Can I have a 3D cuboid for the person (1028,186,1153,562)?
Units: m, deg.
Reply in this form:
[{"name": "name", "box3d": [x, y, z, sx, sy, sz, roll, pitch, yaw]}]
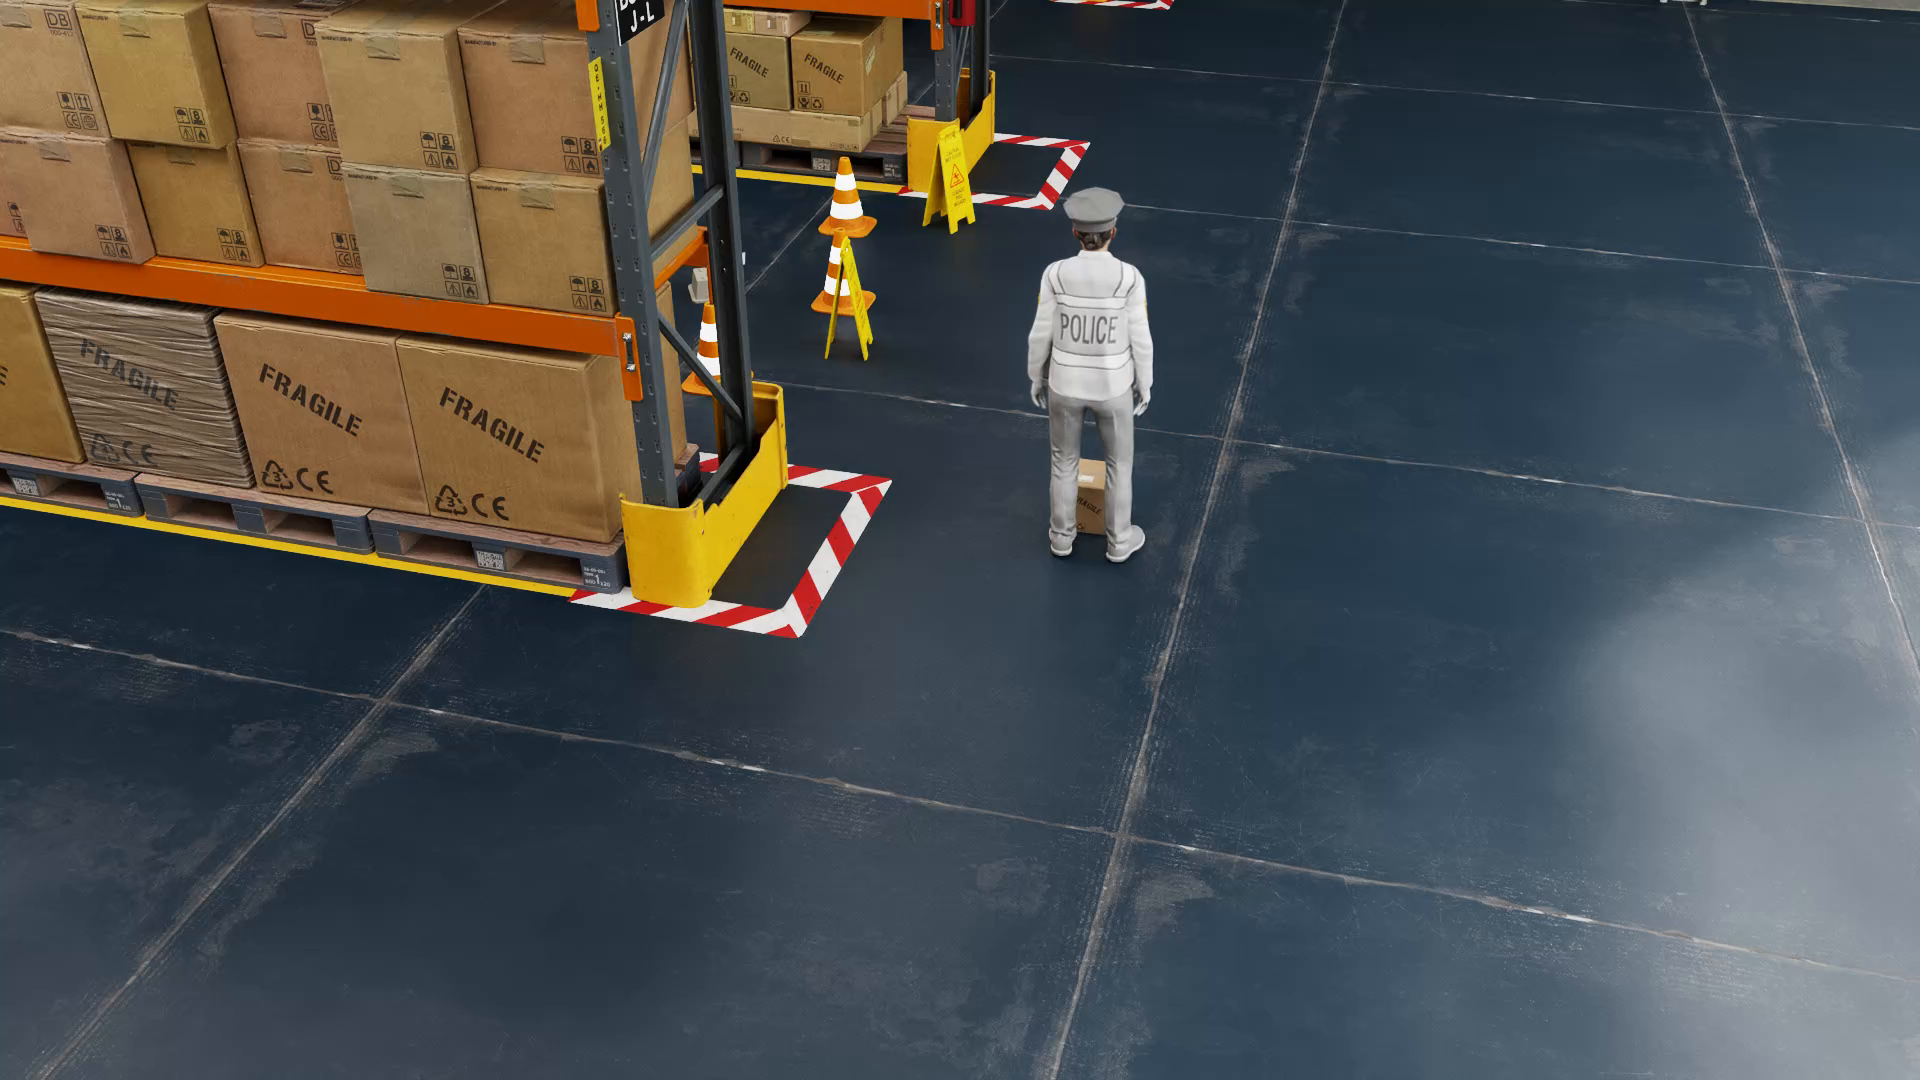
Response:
[{"name": "person", "box3d": [0.562, -0.667, 7.160, 0.547, 1.665, 0.373, 6, 34, 10]}]
